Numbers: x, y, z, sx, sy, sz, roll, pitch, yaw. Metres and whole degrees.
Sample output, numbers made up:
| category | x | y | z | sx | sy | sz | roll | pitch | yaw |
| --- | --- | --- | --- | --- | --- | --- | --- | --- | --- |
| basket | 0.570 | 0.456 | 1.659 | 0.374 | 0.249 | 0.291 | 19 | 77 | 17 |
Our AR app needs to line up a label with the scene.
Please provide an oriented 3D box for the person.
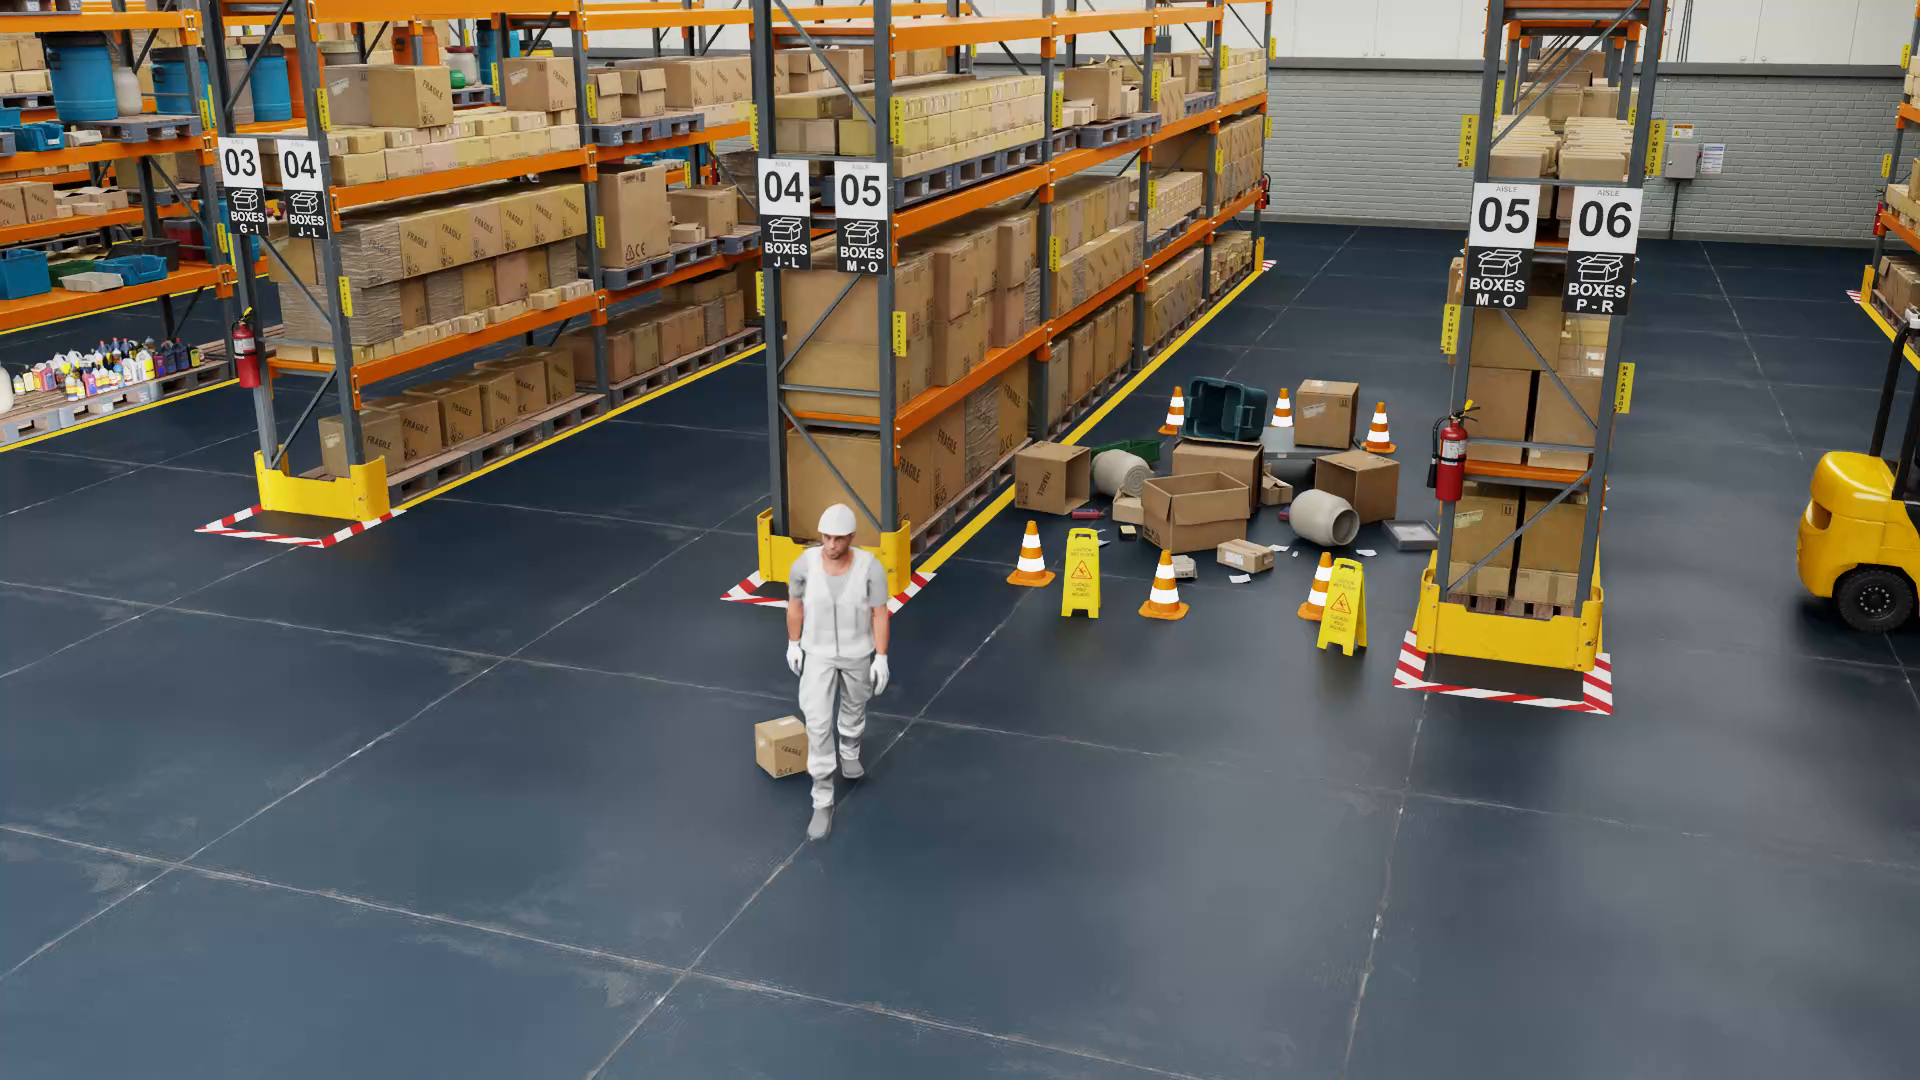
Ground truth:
| category | x | y | z | sx | sy | sz | roll | pitch | yaw |
| --- | --- | --- | --- | --- | --- | --- | --- | --- | --- |
| person | -0.667 | 0.645 | 9.108 | 0.568 | 1.788 | 0.895 | -2 | 19 | -5 |
